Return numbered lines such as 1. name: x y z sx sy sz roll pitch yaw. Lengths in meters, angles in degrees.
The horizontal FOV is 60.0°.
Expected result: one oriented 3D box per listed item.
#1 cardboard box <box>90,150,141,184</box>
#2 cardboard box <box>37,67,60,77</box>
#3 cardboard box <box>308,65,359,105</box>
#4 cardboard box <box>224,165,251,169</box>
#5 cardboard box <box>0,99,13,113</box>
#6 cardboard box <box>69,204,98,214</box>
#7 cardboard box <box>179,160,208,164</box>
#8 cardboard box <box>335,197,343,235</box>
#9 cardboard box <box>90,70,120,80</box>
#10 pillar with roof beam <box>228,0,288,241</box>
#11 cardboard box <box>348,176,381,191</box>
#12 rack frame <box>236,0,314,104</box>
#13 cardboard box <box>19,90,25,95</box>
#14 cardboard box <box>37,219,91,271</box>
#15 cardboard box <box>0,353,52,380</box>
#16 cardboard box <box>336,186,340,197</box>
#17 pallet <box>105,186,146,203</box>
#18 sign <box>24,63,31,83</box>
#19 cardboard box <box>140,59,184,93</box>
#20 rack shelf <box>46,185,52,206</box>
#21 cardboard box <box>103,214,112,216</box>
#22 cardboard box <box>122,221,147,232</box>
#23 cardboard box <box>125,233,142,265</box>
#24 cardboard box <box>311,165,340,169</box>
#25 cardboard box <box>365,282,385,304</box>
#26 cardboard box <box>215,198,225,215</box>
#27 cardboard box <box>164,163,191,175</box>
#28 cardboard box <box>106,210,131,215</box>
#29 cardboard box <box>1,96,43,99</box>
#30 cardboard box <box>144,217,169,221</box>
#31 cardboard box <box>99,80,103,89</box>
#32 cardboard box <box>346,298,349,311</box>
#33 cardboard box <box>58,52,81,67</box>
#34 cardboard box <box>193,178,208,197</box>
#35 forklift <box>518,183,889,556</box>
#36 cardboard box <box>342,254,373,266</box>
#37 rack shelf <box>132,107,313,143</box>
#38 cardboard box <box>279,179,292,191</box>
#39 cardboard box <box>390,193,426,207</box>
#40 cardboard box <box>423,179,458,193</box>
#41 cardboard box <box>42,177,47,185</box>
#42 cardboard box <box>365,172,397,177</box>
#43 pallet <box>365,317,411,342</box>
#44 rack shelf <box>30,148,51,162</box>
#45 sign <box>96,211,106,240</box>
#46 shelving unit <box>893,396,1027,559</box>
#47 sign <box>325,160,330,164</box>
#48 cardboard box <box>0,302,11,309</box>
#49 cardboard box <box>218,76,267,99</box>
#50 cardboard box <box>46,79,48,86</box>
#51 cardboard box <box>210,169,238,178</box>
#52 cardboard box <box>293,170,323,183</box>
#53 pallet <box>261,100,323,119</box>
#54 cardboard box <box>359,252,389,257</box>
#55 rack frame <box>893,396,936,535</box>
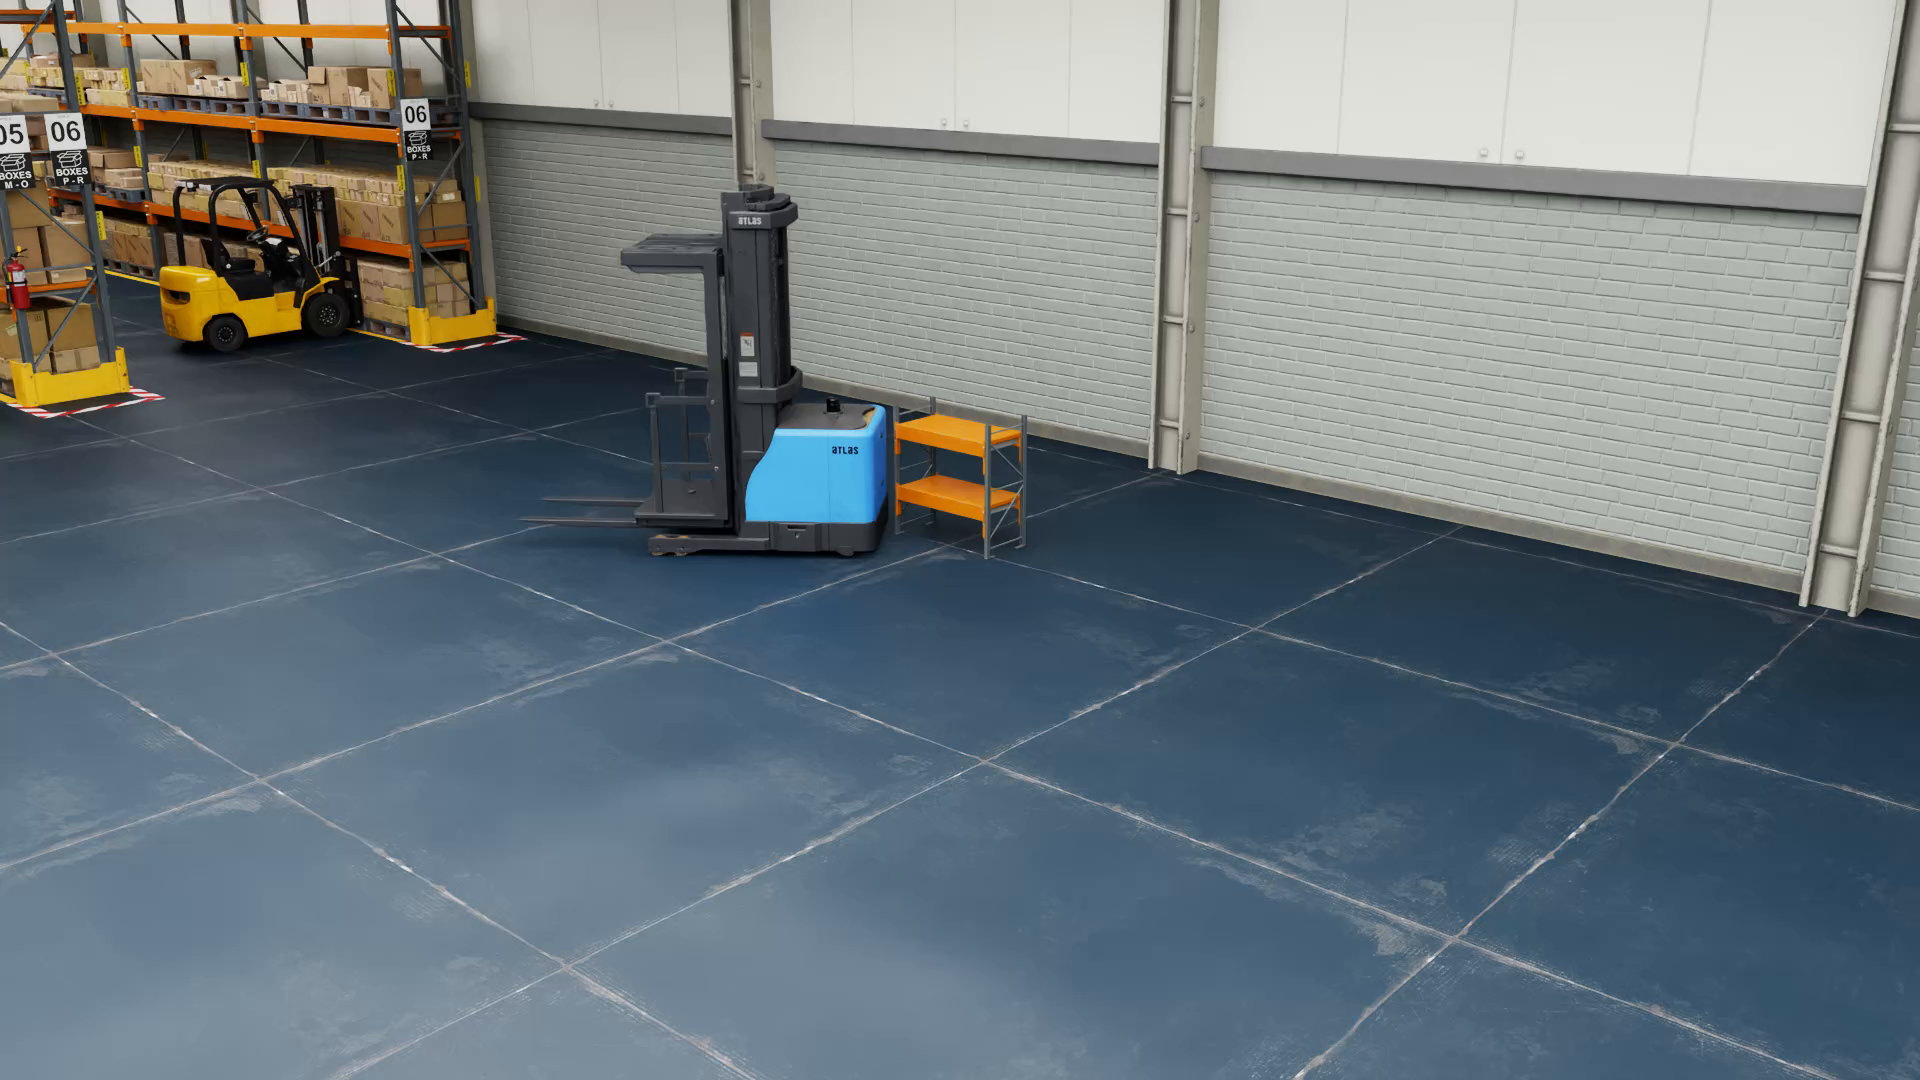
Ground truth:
1. cardboard box: -14.284 -6.344 28.279 0.637 0.503 0.797 14 23 38
2. cardboard box: -15.753 -8.115 28.829 0.250 0.149 0.380 16 23 40
3. cardboard box: -8.561 -6.318 23.071 0.637 0.503 0.797 16 24 41
4. cardboard box: -11.401 -5.843 26.325 0.250 0.149 0.380 16 24 41
5. cardboard box: -10.697 -4.770 18.322 0.250 0.149 0.380 15 23 40
6. cardboard box: -15.614 -5.898 29.613 0.250 0.149 0.380 14 22 37
7. cardboard box: -12.563 -6.147 27.283 0.250 0.149 0.380 16 24 41
8. cardboard box: -8.648 -4.598 23.474 0.500 0.500 0.500 15 23 40
9. cardboard box: -14.174 -7.712 27.591 0.250 0.149 0.380 14 23 38
10. pillar with roof beam: -14.224 -7.637 23.299 0.400 9.000 9.100 15 23 39
11. cardboard box: -8.188 -4.909 22.891 0.250 0.149 0.380 16 23 41
12. rack frame: -9.948 -7.866 24.019 0.127 3.000 1.000 15 23 39
13. cardboard box: -16.578 -7.978 29.747 0.250 0.149 0.380 15 23 39
14. cardboard box: -10.419 -3.426 19.292 0.500 0.500 0.500 15 23 38
15. cardboard box: -11.050 -2.075 19.542 0.500 0.250 0.500 15 23 39
16. cardboard box: -8.504 -4.889 23.319 0.250 0.149 0.380 15 23 39
17. pallet: -13.494 -5.838 27.865 1.003 0.211 1.213 15 23 39
18. sign: -16.286 -8.164 29.065 0.005 0.325 0.100 15 23 39
19. cardboard box: -12.560 -7.334 26.278 0.500 0.500 0.500 15 23 40
20. rack shelf: -17.428 -6.671 31.362 4.000 0.370 1.077 15 23 39
21. cardboard box: -15.168 -5.659 29.350 0.250 0.149 0.380 15 23 38
22. cardboard box: -14.037 -5.343 28.354 0.250 0.149 0.380 16 24 41
23. cardboard box: -13.766 -4.957 28.211 0.500 0.500 0.500 15 23 38
24. cardboard box: -9.349 -5.449 24.594 0.250 0.149 0.380 14 23 38
25. cardboard box: -7.896 -3.461 23.083 0.500 0.250 0.500 15 23 39
26. cardboard box: -11.230 -5.183 25.732 0.500 0.250 0.500 15 23 40
27. cardboard box: -12.487 -5.936 26.620 0.250 0.149 0.380 16 24 41
28. cardboard box: -15.077 -5.823 29.867 0.250 0.149 0.380 15 23 40
29. cardboard box: -10.724 -4.998 19.039 0.250 0.149 0.380 15 23 39
30. cardboard box: -13.913 -5.511 28.882 0.250 0.149 0.380 14 23 38
31. cardboard box: -14.094 -7.591 27.701 0.250 0.149 0.380 15 23 40
32. cardboard box: -8.655 -3.419 23.778 0.500 0.250 0.500 16 24 41
33. cardboard box: -15.657 -8.463 29.241 0.258 0.266 0.396 15 23 38
34. cardboard box: -11.618 -5.525 25.983 0.500 0.250 0.500 15 23 40
35. forklift: -2.163 -1.422 13.748 3.031 2.935 1.130 1 18 4
36. cardboard box: -8.652 -3.895 23.623 0.500 0.250 0.500 14 23 38
37. rack shelf: -11.444 -6.494 25.847 4.000 0.370 1.077 15 23 39
38. cardboard box: -9.690 -5.188 24.262 0.250 0.149 0.380 16 23 41
39. cardboard box: -7.402 -4.566 22.303 0.250 0.149 0.380 15 23 40
40. cardboard box: -7.066 -4.817 22.603 0.250 0.149 0.380 14 23 38
41. cardboard box: -16.338 -6.499 30.048 0.250 0.149 0.380 15 23 40
42. cardboard box: -8.204 -5.134 23.602 0.250 0.149 0.380 15 23 40
43. pallet: -7.556 -3.018 23.272 1.213 0.211 1.003 15 23 39
44. rack shelf: -11.744 -4.568 19.776 4.000 0.370 1.077 15 23 39
45. sign: -9.888 -3.615 19.111 0.005 0.325 0.100 15 23 39
46. shelving unit: -0.005 -0.538 13.946 1.048 1.125 0.538 15 23 39
47. sign: -9.581 -5.582 25.181 0.005 0.325 0.100 15 23 39
48. cardboard box: -11.340 -2.796 19.501 0.250 0.149 0.380 16 24 41
49. cardboard box: -10.651 -6.731 24.692 0.500 0.311 0.500 14 22 38
50. cardboard box: -15.547 -7.932 28.742 0.250 0.149 0.380 15 23 40
51. cardboard box: -11.327 -5.631 25.659 0.250 0.149 0.380 15 23 40
52. cardboard box: -9.330 -5.217 23.863 0.250 0.149 0.380 16 23 40
53. pallet: -9.293 -6.228 23.965 1.213 0.211 1.003 15 23 39
54. cardboard box: -8.312 -4.015 24.003 0.500 0.250 0.500 14 23 38
55. rack frame: -0.385 -0.640 14.267 0.032 1.125 0.500 15 23 39
